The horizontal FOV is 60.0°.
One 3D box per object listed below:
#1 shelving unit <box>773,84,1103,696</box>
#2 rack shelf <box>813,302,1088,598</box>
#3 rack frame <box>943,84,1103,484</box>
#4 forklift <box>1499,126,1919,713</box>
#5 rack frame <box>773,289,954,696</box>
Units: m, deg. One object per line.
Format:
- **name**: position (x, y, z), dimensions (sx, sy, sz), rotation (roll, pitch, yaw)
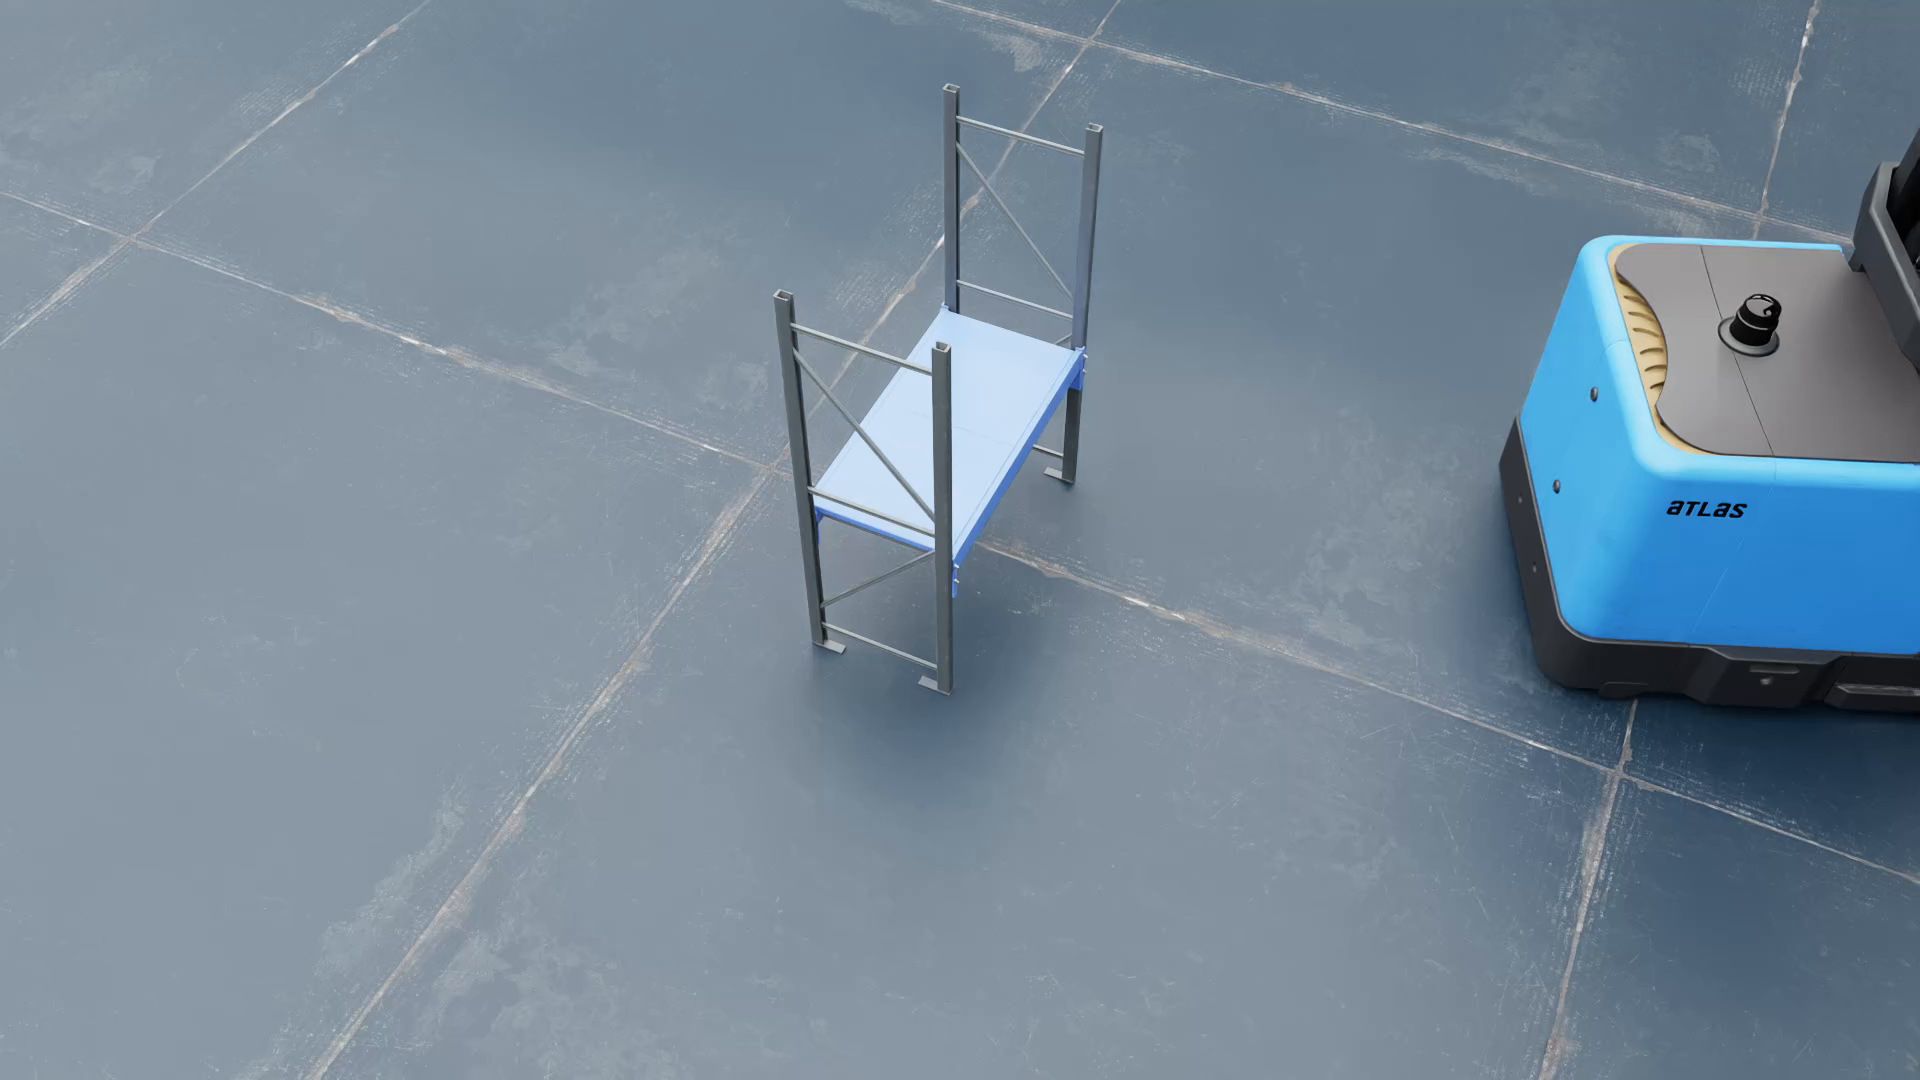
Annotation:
- **shelving unit**: position (-0.036, -0.427, 5.129), dimensions (0.538, 1.500, 1.048), rotation (20, 52, 16)
- **rack shelf**: position (-0.036, -0.311, 5.266), dimensions (0.538, 0.185, 1.000), rotation (20, 52, 16)
- **rack frame**: position (0.181, -0.777, 5.427), dimensions (0.500, 1.500, 0.032), rotation (20, 52, 16)
- **forklift**: position (3.389, -0.765, 4.477), dimensions (3.031, 2.935, 1.130), rotation (3, 50, 2)
- **rack frame**: position (-0.254, -0.077, 4.831), dimensions (0.500, 1.500, 0.032), rotation (20, 52, 16)
